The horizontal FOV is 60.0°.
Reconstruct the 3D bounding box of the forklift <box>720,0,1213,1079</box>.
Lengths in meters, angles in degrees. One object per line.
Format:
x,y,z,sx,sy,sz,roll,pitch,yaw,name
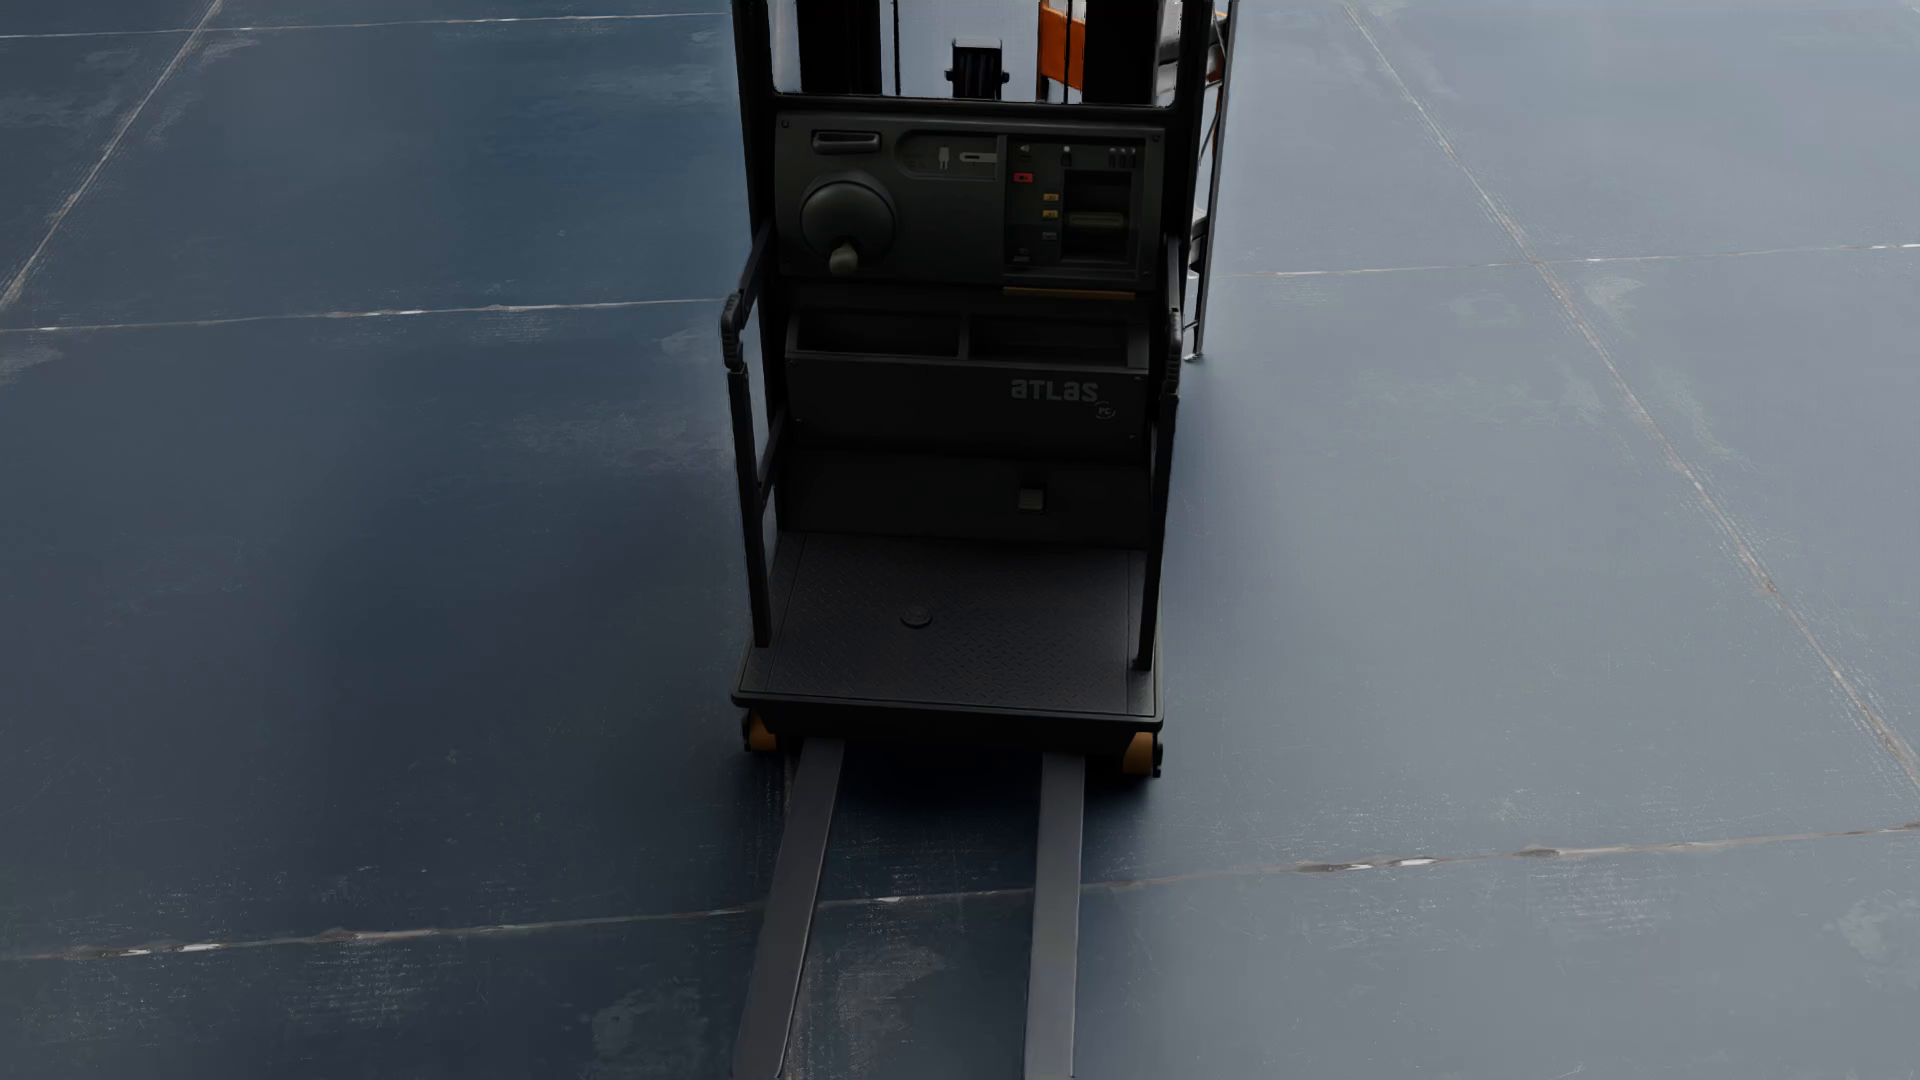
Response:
0.003,-0.742,3.824,1.130,2.935,3.031,3,38,4,forklift

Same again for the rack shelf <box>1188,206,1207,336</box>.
0.573,-0.983,5.953,0.431,0.518,0.480,-29,47,-32,rack shelf

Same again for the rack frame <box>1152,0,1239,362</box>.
0.735,-1.431,5.368,0.400,2.100,0.015,-29,47,-32,rack frame

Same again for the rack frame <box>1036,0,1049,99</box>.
0.411,-1.656,5.654,0.400,2.100,0.015,-29,47,-32,rack frame

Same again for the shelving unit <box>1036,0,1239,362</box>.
0.573,-1.543,5.511,0.431,2.100,0.503,-29,47,-32,shelving unit

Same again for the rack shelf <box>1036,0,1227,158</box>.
0.573,-1.533,5.520,0.431,0.518,0.480,-29,47,-32,rack shelf
